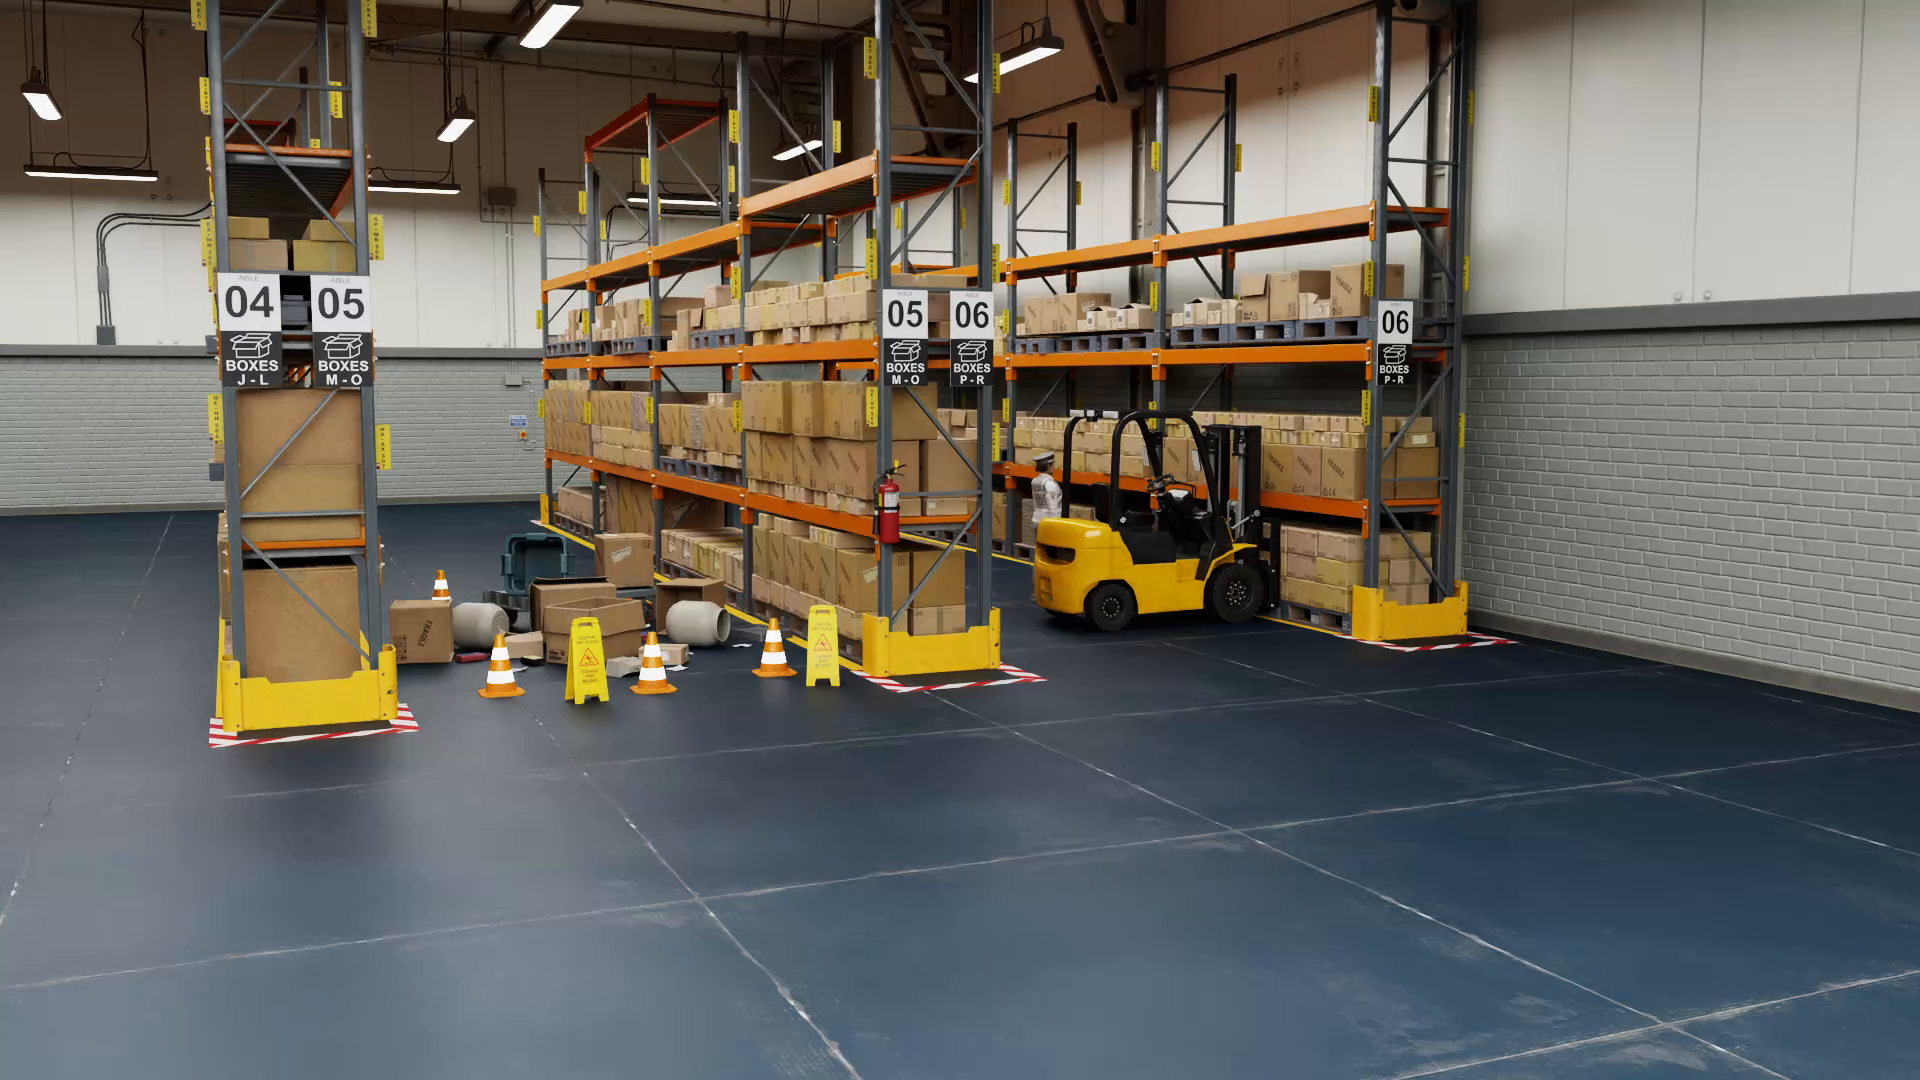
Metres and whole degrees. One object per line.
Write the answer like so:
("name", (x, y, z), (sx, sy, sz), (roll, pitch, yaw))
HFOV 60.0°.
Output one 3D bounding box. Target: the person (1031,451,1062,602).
("person", (0.963, -0.137, 18.341), (0.344, 1.684, 0.467), (-2, 6, -22))
